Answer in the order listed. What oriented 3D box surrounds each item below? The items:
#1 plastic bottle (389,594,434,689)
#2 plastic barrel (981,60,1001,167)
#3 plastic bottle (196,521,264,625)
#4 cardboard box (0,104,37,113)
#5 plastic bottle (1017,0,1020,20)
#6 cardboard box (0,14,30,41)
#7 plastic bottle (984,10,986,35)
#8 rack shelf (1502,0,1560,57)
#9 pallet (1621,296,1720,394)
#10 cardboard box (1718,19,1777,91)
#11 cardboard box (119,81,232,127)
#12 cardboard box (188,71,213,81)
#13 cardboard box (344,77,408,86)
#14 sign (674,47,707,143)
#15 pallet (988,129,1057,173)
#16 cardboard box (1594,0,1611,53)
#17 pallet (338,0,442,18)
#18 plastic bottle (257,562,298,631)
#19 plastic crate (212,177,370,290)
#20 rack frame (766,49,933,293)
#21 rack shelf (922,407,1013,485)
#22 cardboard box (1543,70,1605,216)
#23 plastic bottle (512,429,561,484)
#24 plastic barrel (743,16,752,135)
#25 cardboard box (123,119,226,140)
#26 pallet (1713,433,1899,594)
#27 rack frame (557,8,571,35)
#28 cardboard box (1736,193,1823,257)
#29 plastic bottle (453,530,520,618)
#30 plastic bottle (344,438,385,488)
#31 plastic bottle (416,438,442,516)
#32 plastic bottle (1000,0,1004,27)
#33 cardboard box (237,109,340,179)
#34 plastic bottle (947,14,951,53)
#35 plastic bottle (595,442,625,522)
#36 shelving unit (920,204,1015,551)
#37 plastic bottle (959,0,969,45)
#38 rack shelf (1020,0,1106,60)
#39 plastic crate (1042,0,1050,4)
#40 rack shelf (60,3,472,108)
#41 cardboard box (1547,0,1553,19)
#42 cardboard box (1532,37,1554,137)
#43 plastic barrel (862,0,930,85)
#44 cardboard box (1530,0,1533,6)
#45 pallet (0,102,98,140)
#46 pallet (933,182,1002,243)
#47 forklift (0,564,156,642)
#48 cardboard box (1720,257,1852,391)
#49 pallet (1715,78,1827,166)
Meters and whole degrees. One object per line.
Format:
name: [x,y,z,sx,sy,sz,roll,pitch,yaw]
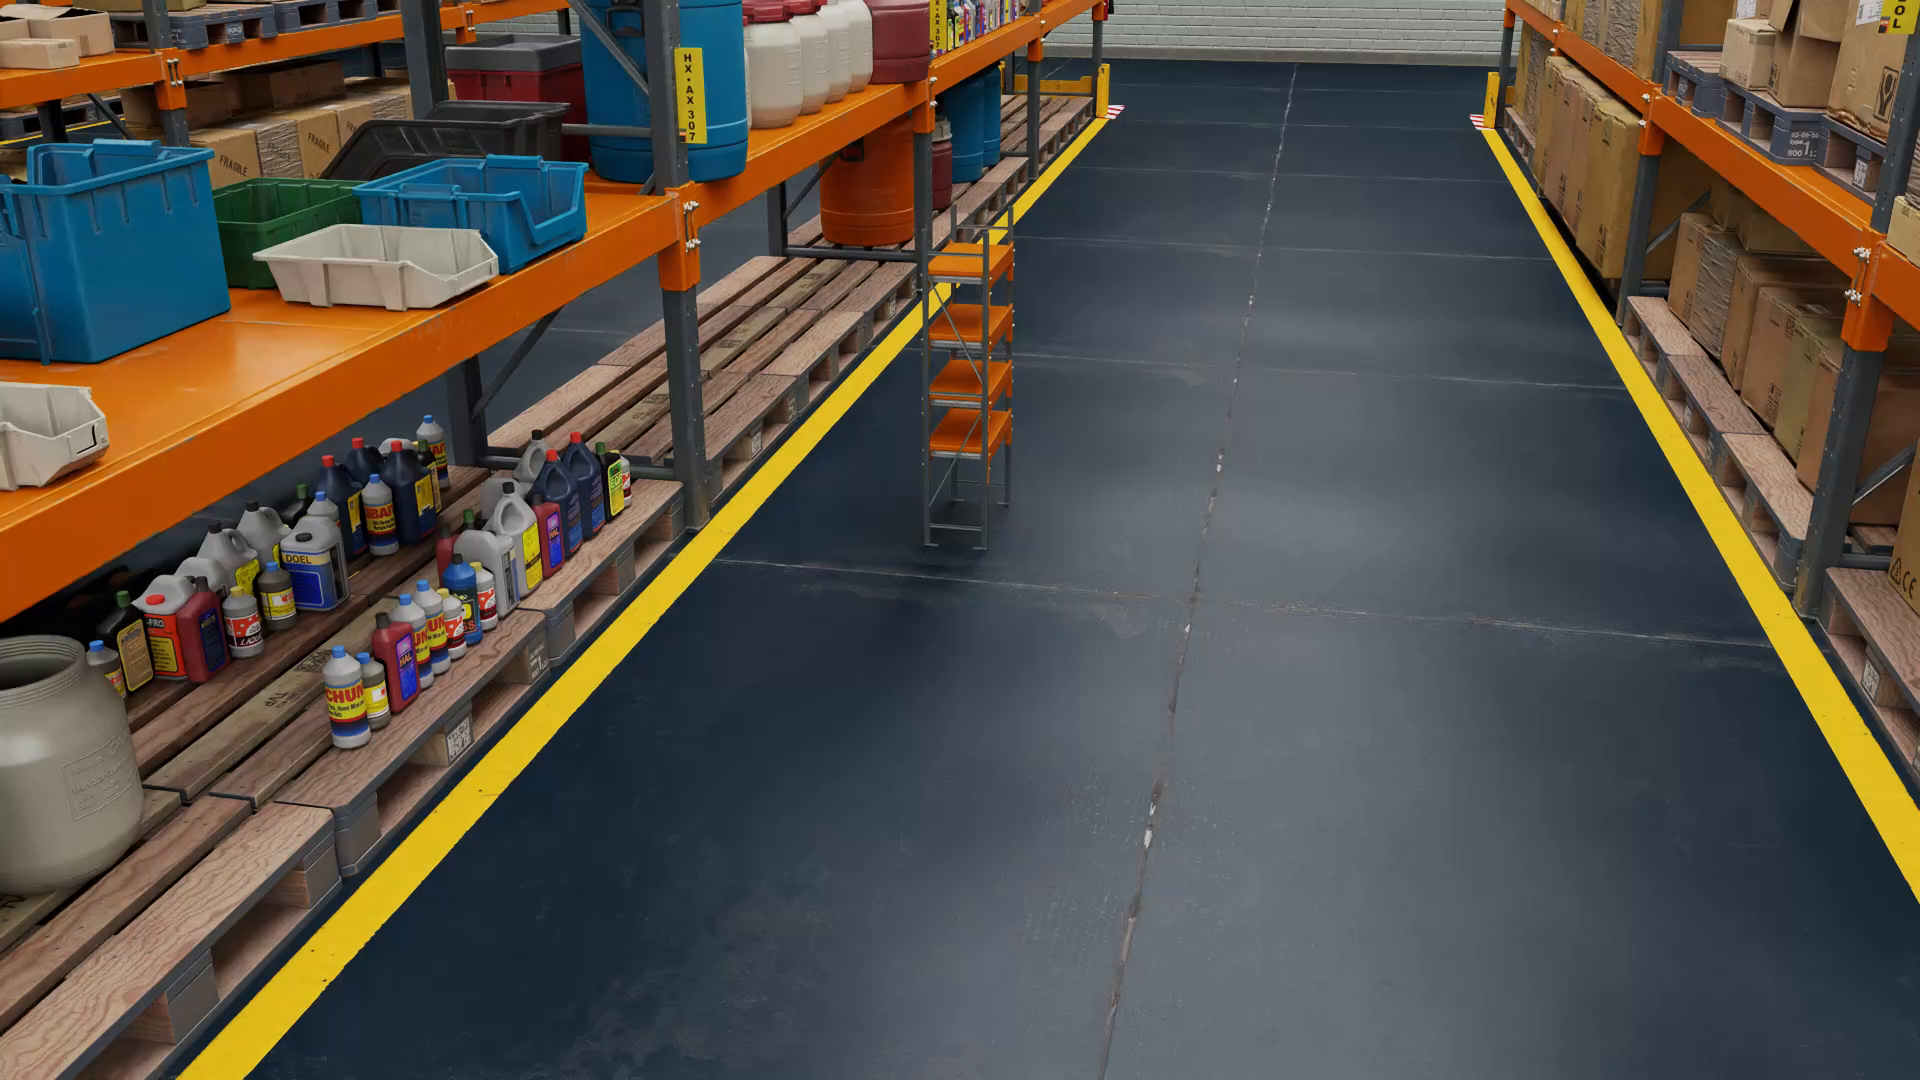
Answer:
plastic bottle: [-1.553,0.282,4.702,0.097,0.271,0.097,0,22,0]
plastic barrel: [0.022,-3.428,13.096,0.600,0.901,0.708,4,22,11]
plastic bottle: [-2.216,0.103,5.040,0.144,0.351,0.185,5,23,13]
cardboard box: [-9.295,-4.460,16.196,0.700,0.500,0.500,5,22,12]
plastic bottle: [0.386,-4.177,12.877,0.152,0.276,0.135,4,22,11]
cardboard box: [-5.887,-2.966,9.823,0.500,0.311,0.500,4,22,10]
plastic bottle: [0.137,-3.646,11.658,0.097,0.201,0.097,0,22,0]
rack shelf: [5.407,-4.424,14.286,1.077,0.370,4.000,4,22,11]
pallet: [4.022,-0.984,8.515,1.003,0.211,1.213,4,22,11]
cardboard box: [3.616,-2.093,7.174,0.500,0.250,0.500,4,22,9]
cardboard box: [-5.546,-3.093,11.772,0.500,0.250,0.500,5,23,13]
cardboard box: [-8.777,-5.394,18.514,0.700,0.500,0.500,4,22,11]
cardboard box: [-5.035,-3.669,14.205,0.500,0.500,0.500,3,22,8]
sign: [-0.946,-1.560,5.842,0.100,0.325,0.005,4,22,11]
pallet: [0.262,-3.382,14.469,1.003,0.211,1.213,4,22,11]
cardboard box: [4.356,-3.367,10.565,0.500,0.500,0.500,5,22,12]
pallet: [-4.968,-4.410,13.545,1.003,0.211,1.213,4,22,11]
plastic bottle: [-2.089,0.165,5.085,0.097,0.201,0.097,0,22,0]
plastic crate: [-2.036,-0.905,4.869,0.450,0.188,0.662,4,22,11]
rack frame: [-0.666,-2.941,9.641,1.000,3.000,0.127,4,22,11]
rack shelf: [0.034,-0.371,6.379,0.258,0.148,0.480,4,22,11]
cardboard box: [4.706,-2.673,11.257,1.225,0.875,0.875,4,22,9]
plastic bottle: [-1.473,-0.207,5.809,0.144,0.351,0.185,4,22,11]
plastic barrel: [-1.072,-1.874,6.810,0.433,0.535,0.433,0,22,0]
cardboard box: [-5.553,-2.724,11.860,0.500,0.500,0.500,5,23,13]
pallet: [3.524,-0.092,6.299,1.003,0.211,1.213,4,22,11]
rack frame: [-3.882,-6.246,17.846,1.000,3.000,0.127,4,22,11]
cardboard box: [3.977,-1.514,7.850,0.500,0.250,0.500,7,23,17]
plastic bottle: [-1.474,0.086,5.181,0.152,0.276,0.135,5,22,12]
plastic bottle: [-2.053,-0.190,5.766,0.144,0.351,0.185,5,22,12]
plastic bottle: [-1.911,-0.211,5.909,0.061,0.283,0.133,4,22,11]
plastic bottle: [0.245,-3.952,12.218,0.144,0.351,0.185,4,22,11]
cardboard box: [-4.933,-2.884,12.256,0.500,0.500,0.500,4,22,10]
plastic bottle: [-0.095,-3.235,10.527,0.061,0.283,0.133,4,22,11]
plastic bottle: [-1.257,-0.221,5.934,0.061,0.283,0.133,6,23,14]
shelving unit: [0.034,-0.617,6.280,0.258,1.200,0.503,4,22,11]
plastic bottle: [0.019,-3.439,11.035,0.061,0.283,0.133,4,22,11]
rack shelf: [0.558,-4.801,15.223,1.077,0.370,4.000,4,22,11]
plastic crate: [0.578,-4.769,14.013,0.402,0.464,0.583,4,22,11]
rack shelf: [-5.106,-3.718,12.532,1.077,0.370,4.000,4,22,11]
cardboard box: [4.793,-4.141,12.955,0.380,0.149,0.250,5,22,12]
cardboard box: [5.396,-3.800,14.055,0.875,0.875,0.875,4,22,11]
plastic barrel: [-0.464,-2.811,9.136,0.600,0.536,0.708,4,22,11]
cardboard box: [5.055,-4.609,14.119,0.380,0.149,0.250,5,22,12]
pallet: [-9.317,-4.138,16.345,1.003,0.211,1.213,4,22,11]
pallet: [-0.295,-2.384,11.990,1.003,0.211,1.213,4,22,11]
forklift: [-3.386,-1.041,5.015,1.130,2.935,3.031,5,22,12]
cardboard box: [3.856,-0.950,7.453,0.700,0.500,0.500,6,23,15]
pallet: [3.819,-1.747,6.934,1.003,0.211,1.213,4,22,11]
